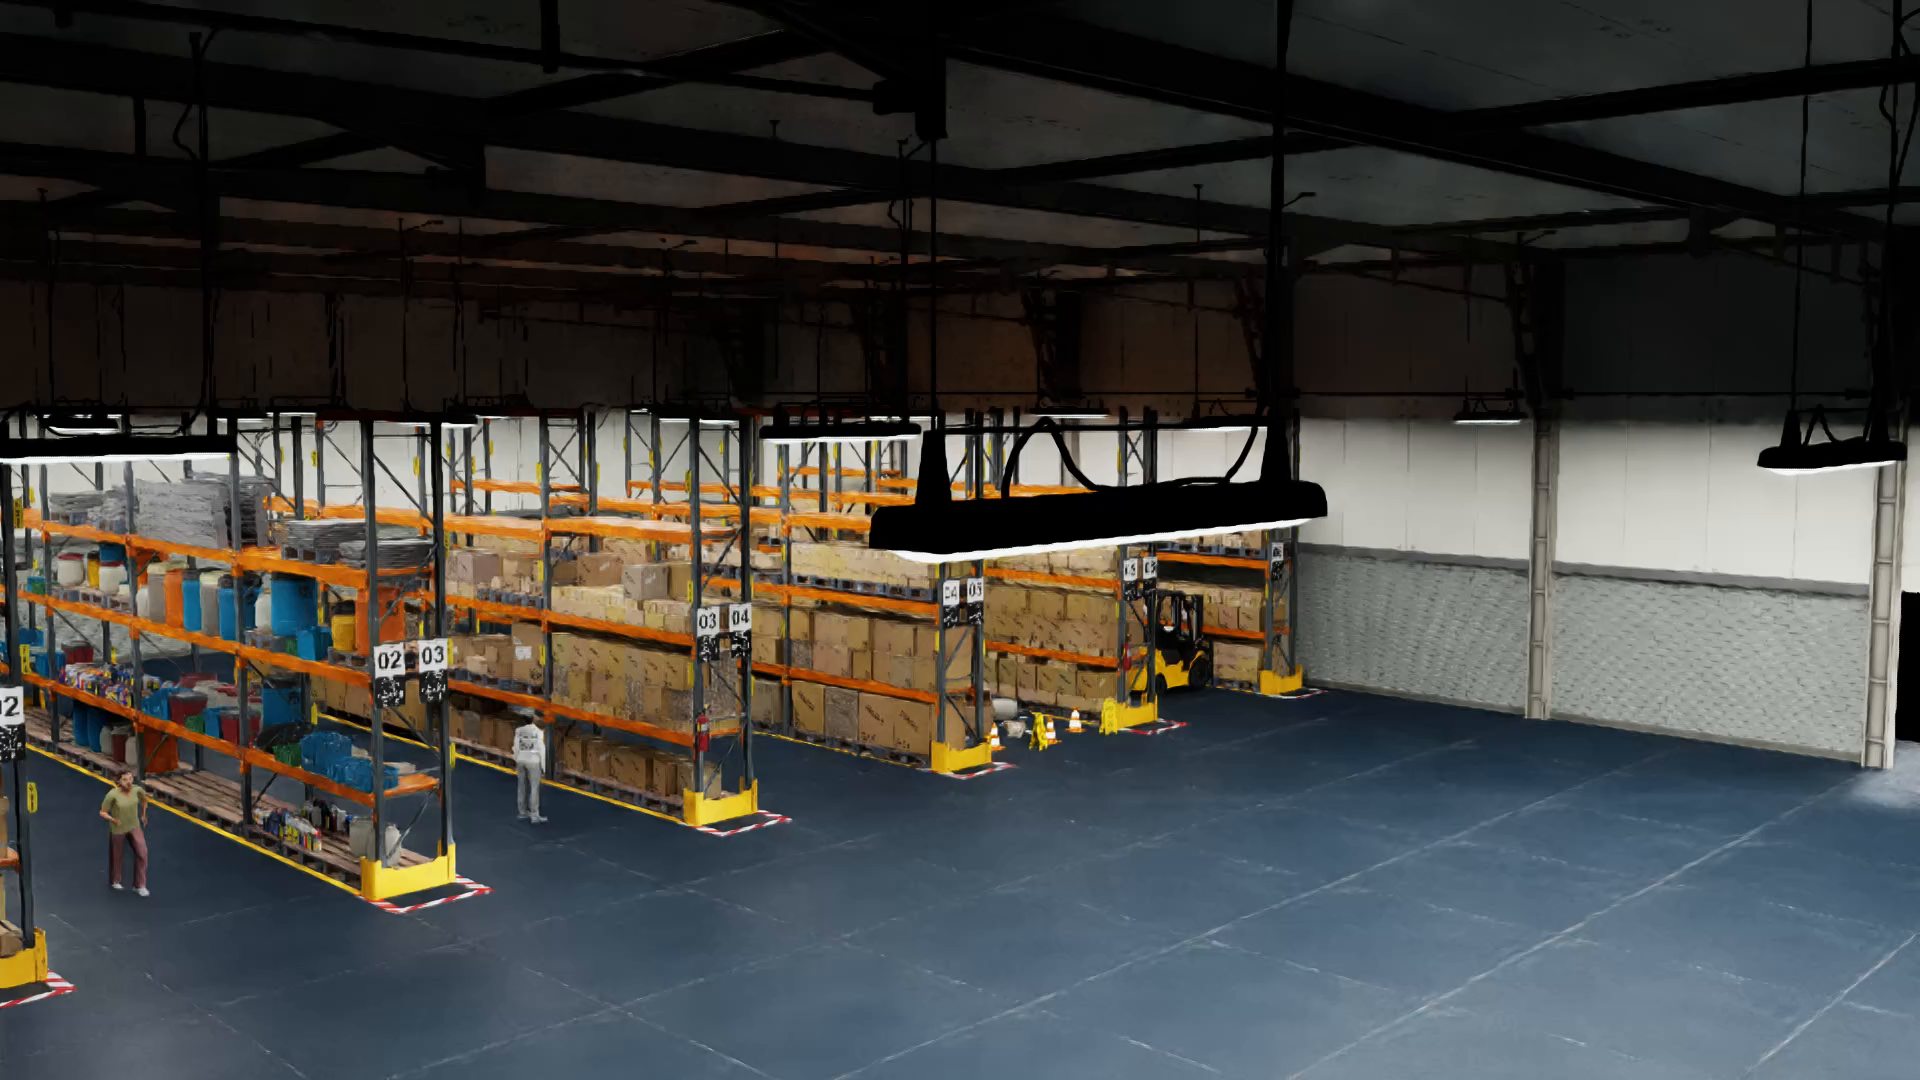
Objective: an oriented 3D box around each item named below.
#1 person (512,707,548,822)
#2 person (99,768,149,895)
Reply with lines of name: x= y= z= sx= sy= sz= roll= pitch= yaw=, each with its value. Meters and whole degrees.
person: x=-6.340 y=3.310 z=24.564 sx=0.538 sy=1.678 sz=0.408 roll=1 pitch=5 yaw=14
person: x=-10.578 y=3.664 z=21.067 sx=0.603 sy=1.600 sz=0.799 roll=-4 pitch=7 yaw=-40
